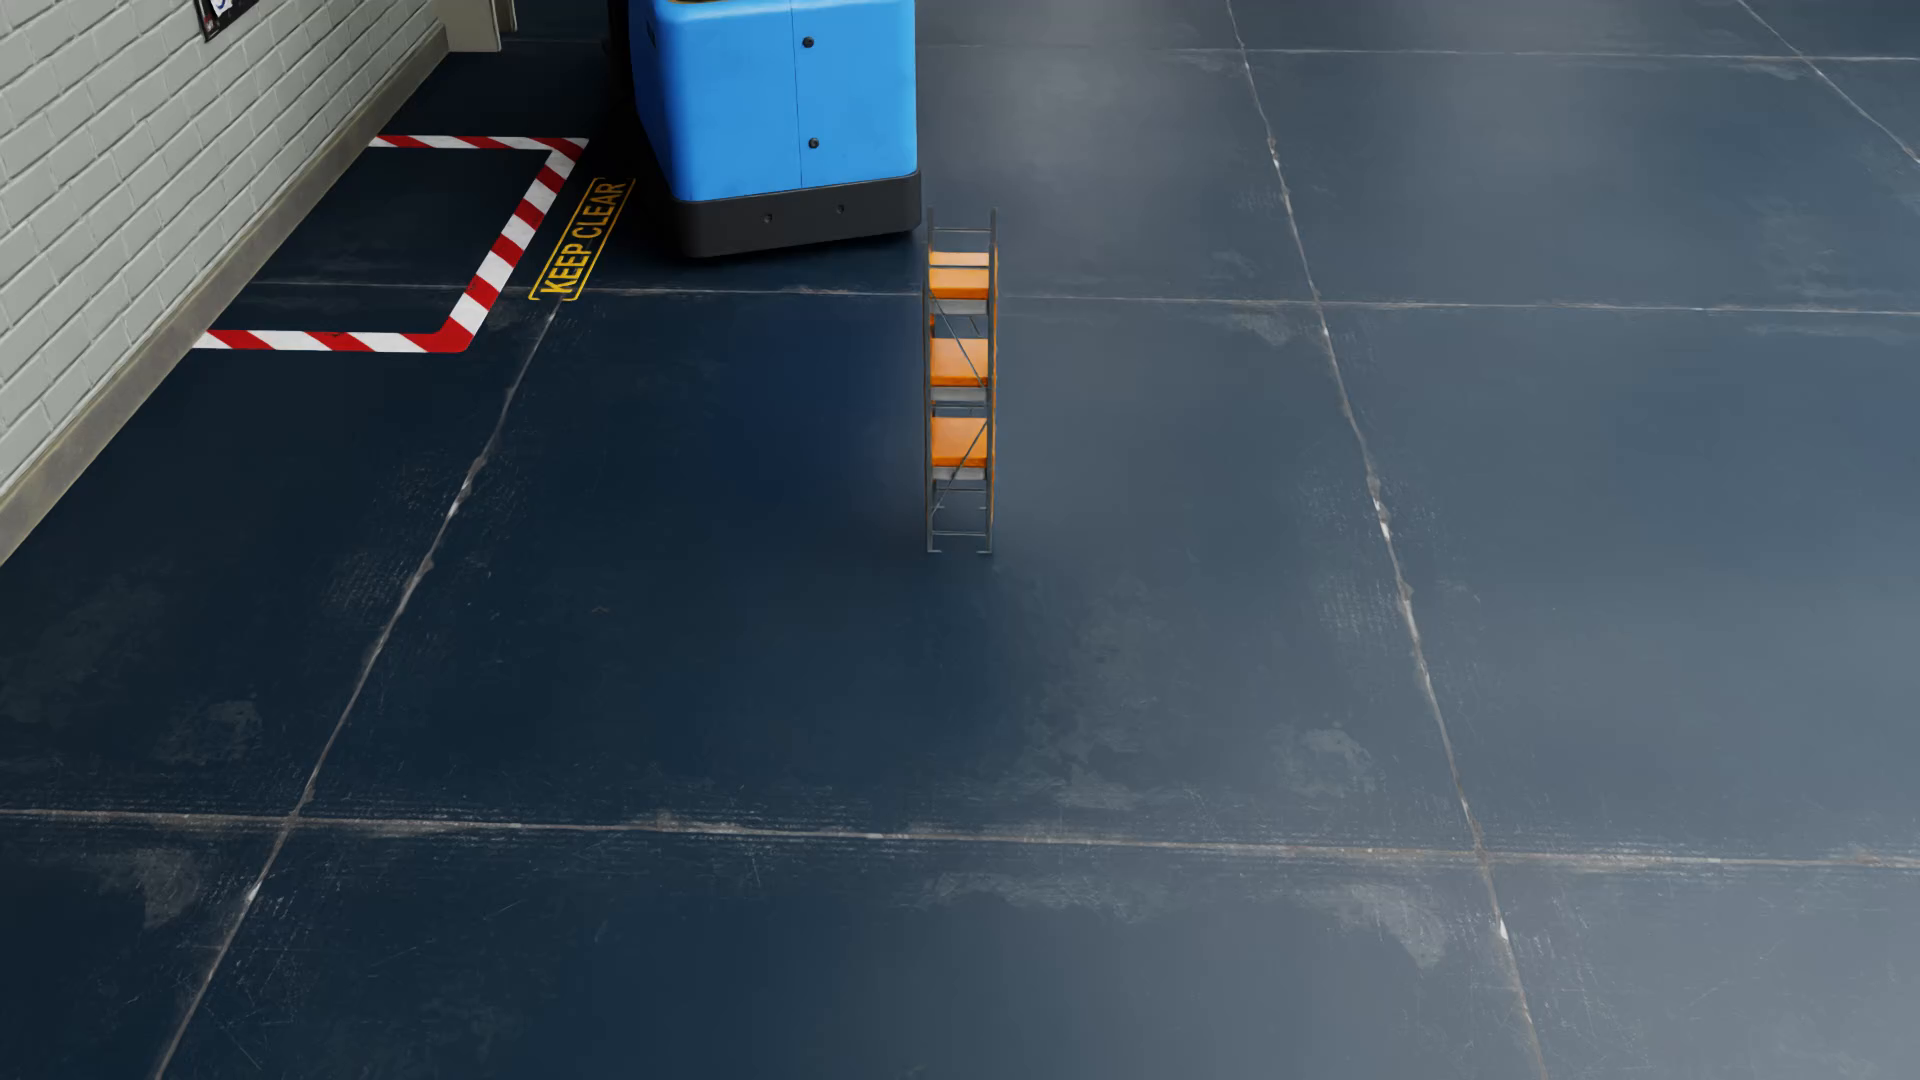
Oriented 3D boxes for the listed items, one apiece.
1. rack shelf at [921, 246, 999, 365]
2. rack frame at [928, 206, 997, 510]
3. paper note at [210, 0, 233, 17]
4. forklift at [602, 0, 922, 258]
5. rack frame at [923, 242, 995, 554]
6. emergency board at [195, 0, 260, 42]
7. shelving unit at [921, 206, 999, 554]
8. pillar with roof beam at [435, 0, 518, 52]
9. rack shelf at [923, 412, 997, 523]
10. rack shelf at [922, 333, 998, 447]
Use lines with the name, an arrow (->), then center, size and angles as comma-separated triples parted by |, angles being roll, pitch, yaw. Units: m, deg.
rack shelf -> 0.002, -0.684, 4.835 | 0.215, 0.259, 0.240 | 1, 35, 2
rack frame -> 0.007, -0.530, 5.092 | 0.200, 1.050, 0.008 | 1, 35, 2
paper note -> -2.859, -2.111, 6.412 | 0.016, 0.148, 0.142 | 1, 35, 2
forklift -> -1.091, -3.190, 7.240 | 1.130, 2.935, 3.031 | -10, 36, -14
rack frame -> -0.003, -0.390, 4.892 | 0.200, 1.050, 0.008 | 1, 35, 2
emergency board -> -2.801, -2.567, 6.294 | 0.157, 1.169, 0.626 | 1, 35, 2
shelving unit -> 0.002, -0.460, 4.992 | 0.215, 1.050, 0.252 | 1, 35, 2
pillar with roof beam -> 1.656, -6.346, 6.453 | 9.100, 9.000, 0.400 | 1, 35, 2
rack shelf -> 0.002, -0.224, 5.158 | 0.215, 0.259, 0.240 | 1, 35, 2
rack shelf -> 0.002, -0.452, 4.998 | 0.215, 0.259, 0.240 | 1, 35, 2
